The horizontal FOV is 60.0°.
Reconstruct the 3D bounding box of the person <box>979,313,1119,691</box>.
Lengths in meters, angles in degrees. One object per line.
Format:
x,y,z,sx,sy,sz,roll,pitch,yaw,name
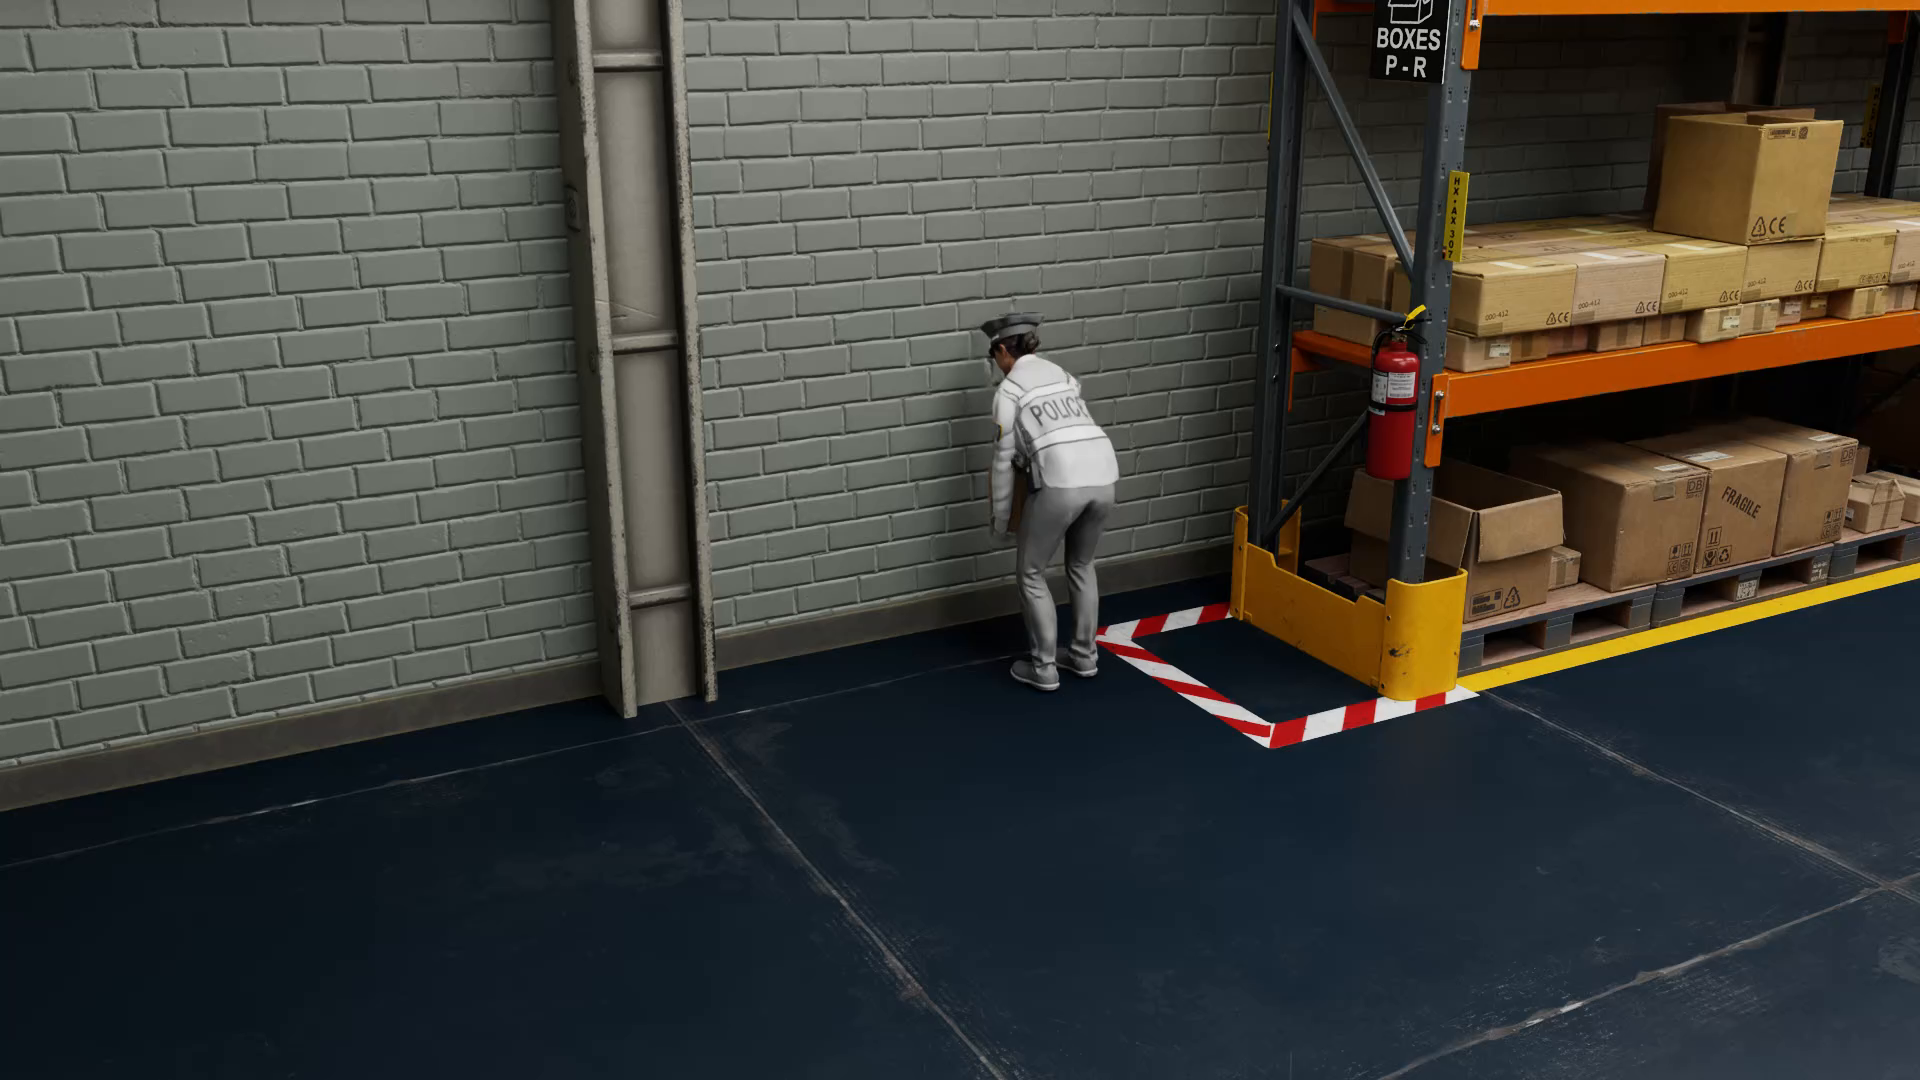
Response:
0.334,-0.169,6.851,0.402,1.488,0.752,-10,21,-28,person
